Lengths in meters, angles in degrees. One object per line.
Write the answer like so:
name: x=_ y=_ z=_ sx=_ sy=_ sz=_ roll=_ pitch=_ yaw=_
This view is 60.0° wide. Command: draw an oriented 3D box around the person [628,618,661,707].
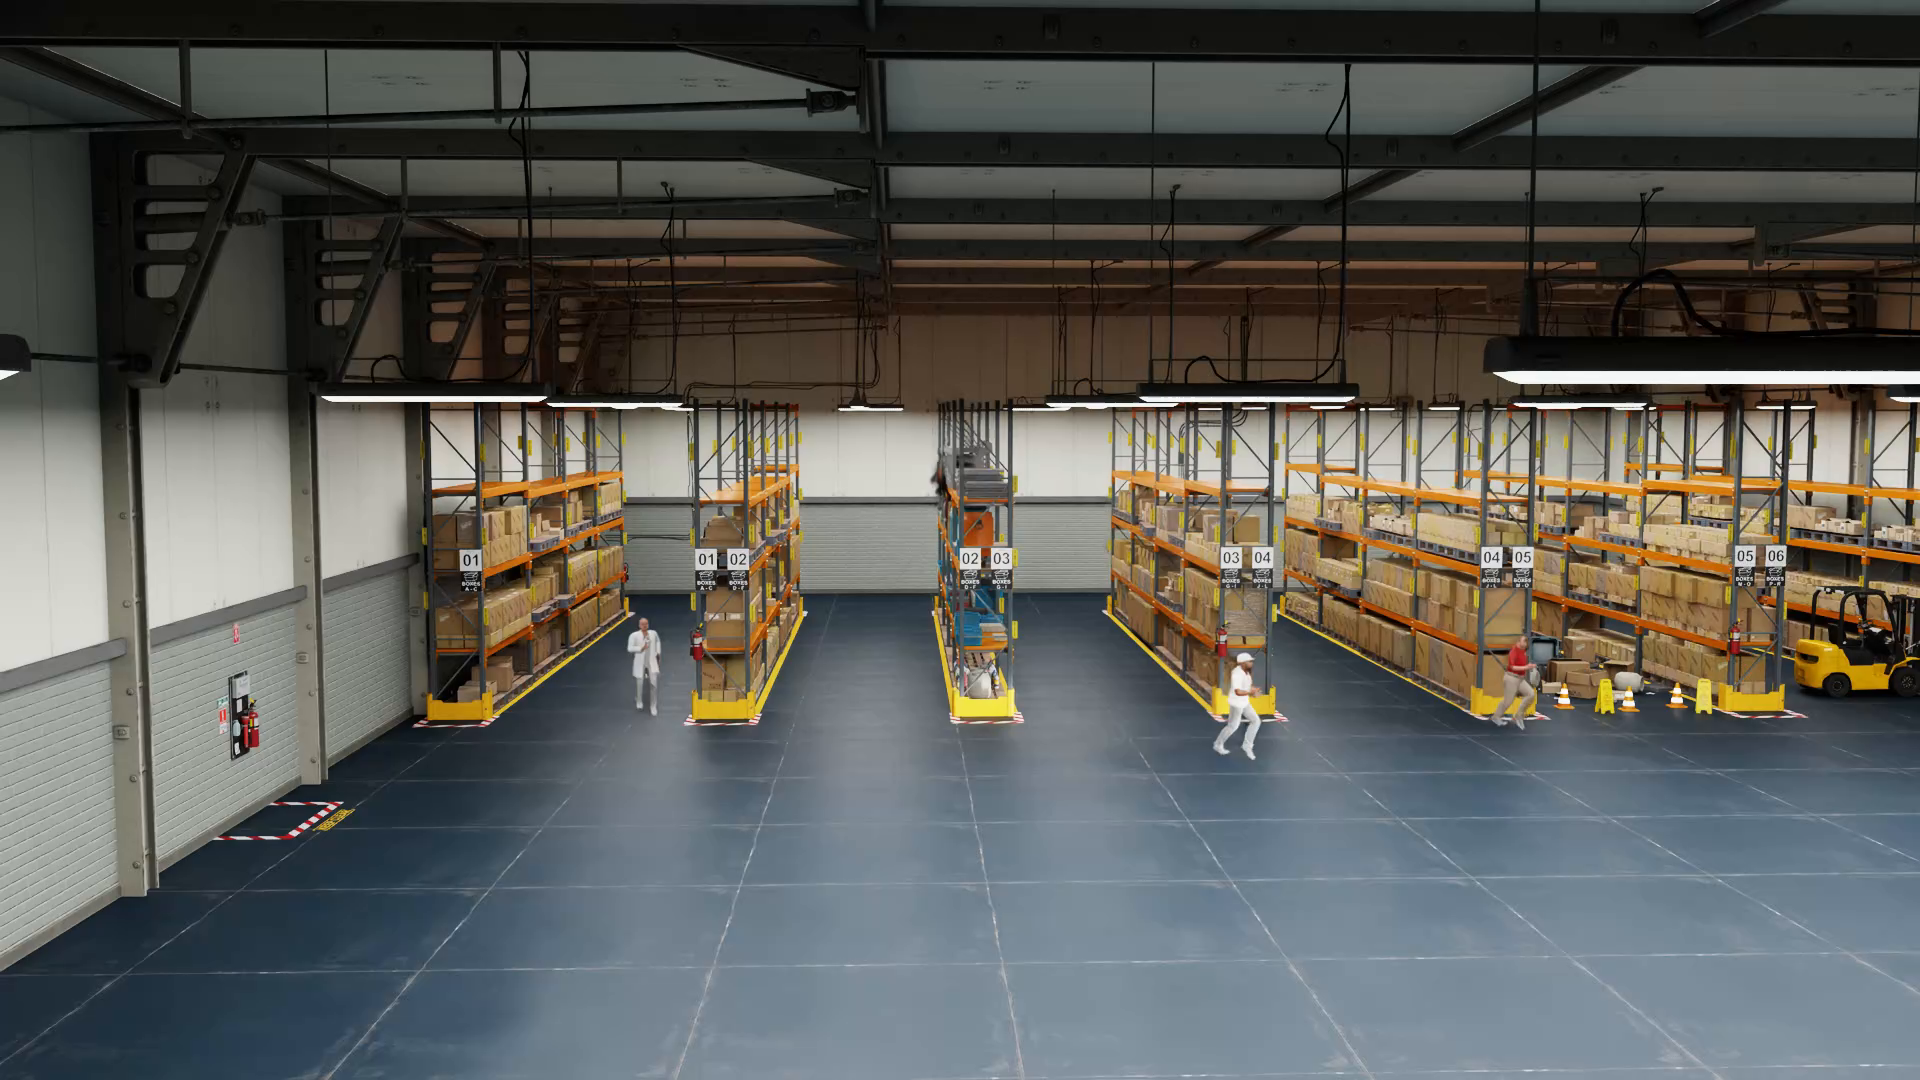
person: x=-6.037 y=2.326 z=31.846 sx=0.678 sy=1.673 sz=0.834 roll=-2 pitch=5 yaw=-21

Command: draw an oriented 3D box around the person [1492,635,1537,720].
person: x=10.084 y=2.501 z=30.175 sx=0.820 sy=1.579 sz=0.690 roll=3 pitch=6 yaw=39

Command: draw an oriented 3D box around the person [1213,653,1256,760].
person: x=4.554 y=2.755 z=27.609 sx=0.725 sy=1.792 sz=0.678 roll=2 pitch=5 yaw=26

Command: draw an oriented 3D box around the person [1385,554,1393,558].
person: x=12.977 y=1.220 z=49.170 sx=0.867 sy=1.602 sz=0.680 roll=0 pitch=4 yaw=4
